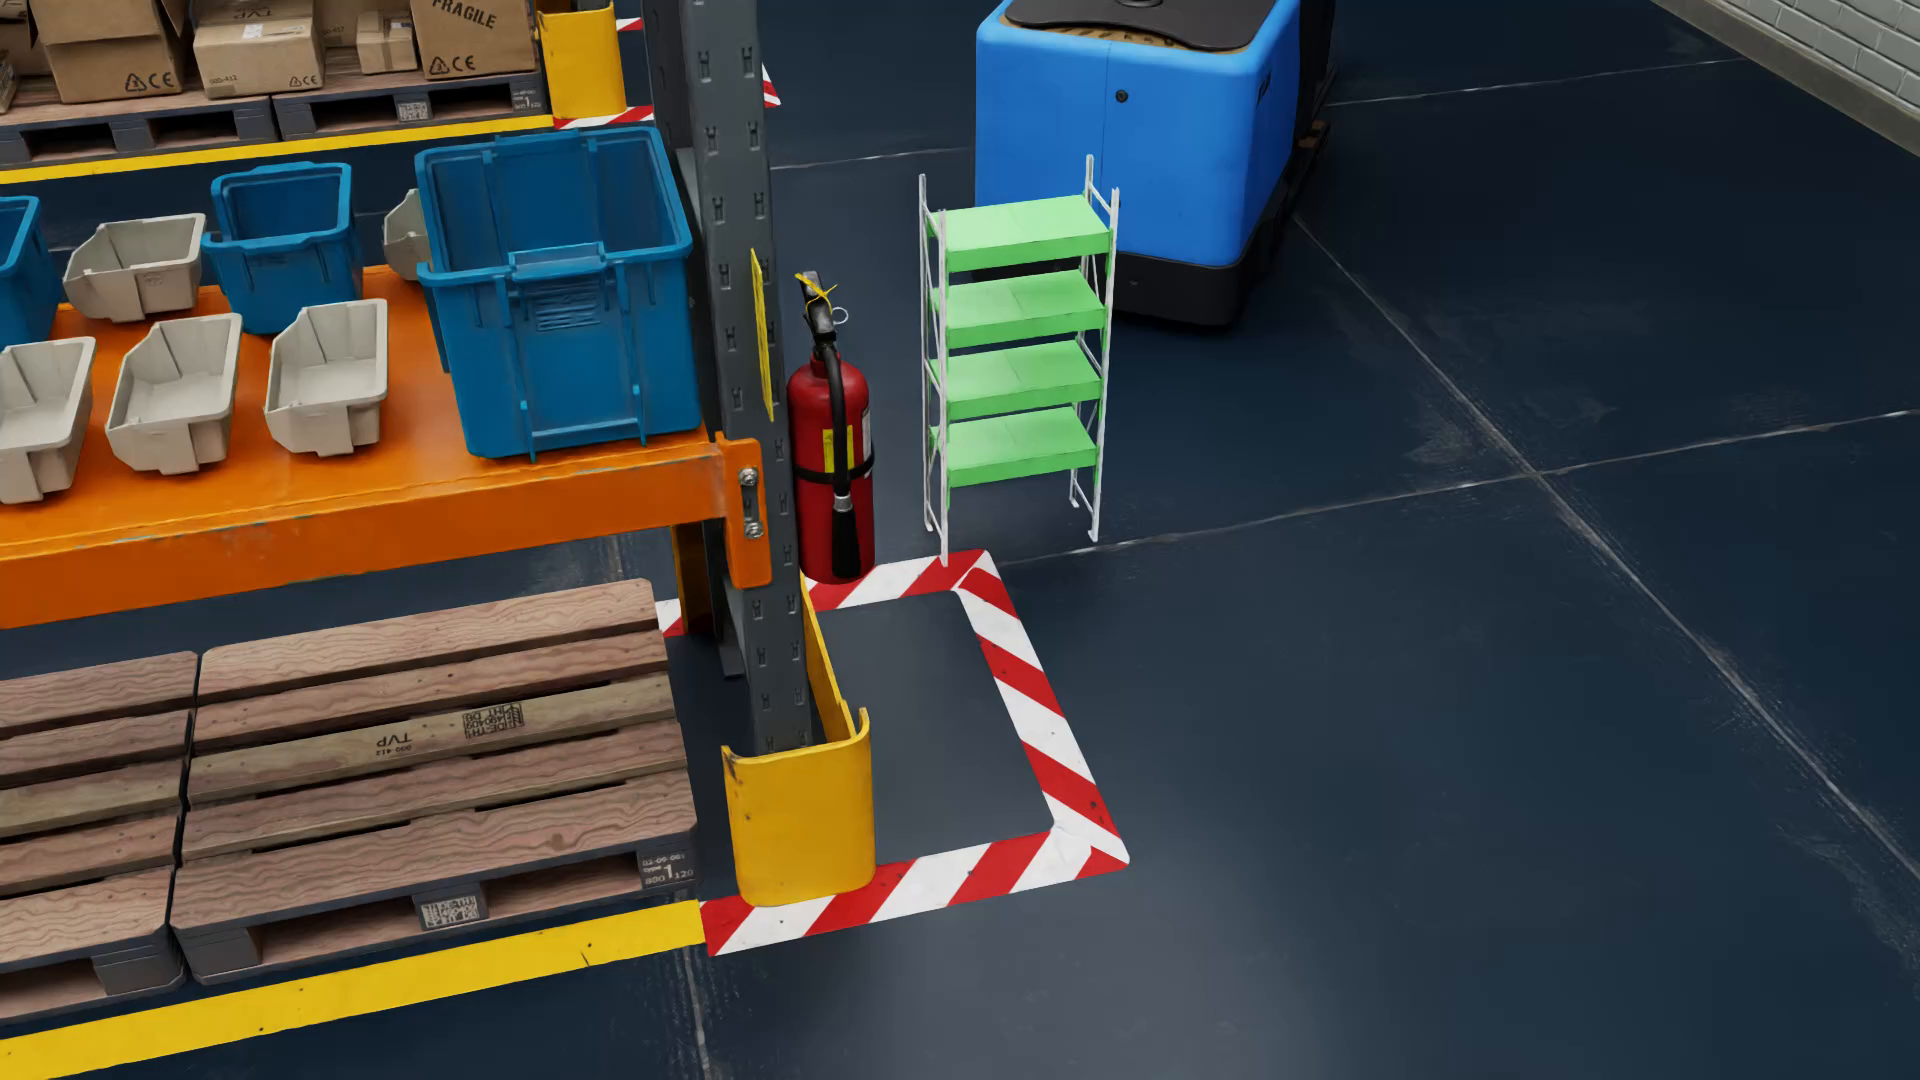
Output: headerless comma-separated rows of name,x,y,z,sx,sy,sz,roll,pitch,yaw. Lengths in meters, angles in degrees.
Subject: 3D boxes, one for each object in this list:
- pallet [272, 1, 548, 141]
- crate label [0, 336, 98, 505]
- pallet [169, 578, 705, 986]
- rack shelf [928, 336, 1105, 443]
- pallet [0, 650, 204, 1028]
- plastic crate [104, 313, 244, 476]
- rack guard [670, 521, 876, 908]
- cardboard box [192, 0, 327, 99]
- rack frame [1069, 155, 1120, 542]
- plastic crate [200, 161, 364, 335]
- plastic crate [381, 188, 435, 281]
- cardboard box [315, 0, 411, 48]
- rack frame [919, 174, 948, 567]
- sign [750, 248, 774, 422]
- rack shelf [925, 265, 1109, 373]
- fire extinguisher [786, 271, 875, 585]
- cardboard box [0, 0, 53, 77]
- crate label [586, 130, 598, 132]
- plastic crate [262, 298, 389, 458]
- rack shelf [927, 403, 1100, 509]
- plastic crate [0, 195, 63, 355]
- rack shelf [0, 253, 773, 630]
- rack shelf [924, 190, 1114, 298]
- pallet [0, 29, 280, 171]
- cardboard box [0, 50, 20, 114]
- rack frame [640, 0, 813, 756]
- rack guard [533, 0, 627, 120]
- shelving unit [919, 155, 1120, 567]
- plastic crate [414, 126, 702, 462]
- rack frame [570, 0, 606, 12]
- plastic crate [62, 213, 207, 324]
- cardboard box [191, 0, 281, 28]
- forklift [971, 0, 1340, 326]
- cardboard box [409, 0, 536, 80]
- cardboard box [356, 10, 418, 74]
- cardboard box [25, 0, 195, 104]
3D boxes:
pallet,-2.664,-2.299,8.082,1.213,0.211,1.003,-9,38,-12
crate label,-1.820,-0.228,3.246,0.243,0.136,0.396,-9,38,-12
pallet,-1.340,0.576,4.324,1.213,0.211,1.003,-9,38,-12
rack shelf,0.160,-0.452,4.959,0.480,0.148,0.258,-9,38,-12
pallet,-2.515,0.767,4.074,1.213,0.211,1.003,-9,38,-12
plastic crate,-1.557,-0.286,3.323,0.243,0.136,0.396,-9,38,-12
rack guard,-0.514,0.342,4.392,0.348,0.500,1.175,-9,38,-12
cardboard box,-3.207,-2.265,7.643,0.500,0.250,0.500,-9,38,-12
rack frame,0.395,-0.541,4.970,0.015,1.200,0.240,-9,38,-12
plastic crate,-1.493,-0.647,3.715,0.300,0.233,0.416,-9,38,-12
plastic crate,-1.189,-0.711,3.878,0.298,0.136,0.250,-9,38,-12
cardboard box,-2.903,-2.630,8.120,0.500,0.250,0.500,-9,38,-12
rack frame,-0.076,-0.464,4.869,0.015,1.200,0.240,-9,38,-12
sign,-0.374,-0.384,3.149,0.005,0.325,0.100,-9,38,-12
rack shelf,0.160,-0.643,4.813,0.480,0.148,0.258,-9,38,-12
fire extinguisher,-0.269,-0.218,3.437,0.183,0.674,0.296,-9,38,-12
cardboard box,-4.483,-2.394,7.762,0.500,0.311,0.500,-9,38,-12
crate label,-0.858,-0.751,3.851,0.303,0.233,0.416,-9,38,-12
plastic crate,-1.274,-0.323,3.372,0.243,0.136,0.396,-9,38,-12
rack shelf,0.160,-0.261,5.104,0.480,0.148,0.258,-9,38,-12
plastic crate,-2.129,-0.543,3.579,0.300,0.233,0.416,-9,38,-12
rack shelf,-2.464,-0.037,3.422,4.000,0.370,1.077,-9,38,-12
rack shelf,0.160,-0.833,4.667,0.480,0.148,0.258,-9,38,-12
pallet,-3.840,-2.108,7.832,1.213,0.211,1.003,-9,38,-12
cardboard box,-4.389,-2.044,7.423,0.250,0.166,0.380,-9,38,-12
rack frame,-0.534,-0.640,3.618,0.127,3.000,1.000,-9,38,-12
rack guard,-1.895,-2.541,8.160,0.348,0.500,1.175,-9,38,-12
shelving unit,0.160,-0.503,4.920,0.503,1.200,0.258,-9,38,-12
plastic crate,-0.808,-0.515,3.376,0.499,0.435,0.616,-9,38,-12
rack frame,-1.821,-3.546,7.416,0.127,3.000,1.000,-9,38,-12
plastic crate,-1.844,-0.603,3.737,0.298,0.136,0.250,-9,38,-12
cardboard box,-3.386,-2.550,8.016,0.500,0.250,0.500,-9,38,-12
forklift,1.029,-2.856,6.572,1.130,2.935,3.031,13,39,16
cardboard box,-2.282,-2.497,7.741,0.500,0.500,0.500,-9,38,-12
cardboard box,-2.697,-2.353,7.827,0.250,0.166,0.380,-9,38,-12
cardboard box,-3.871,-2.396,7.606,0.637,0.503,0.797,-9,38,-12
